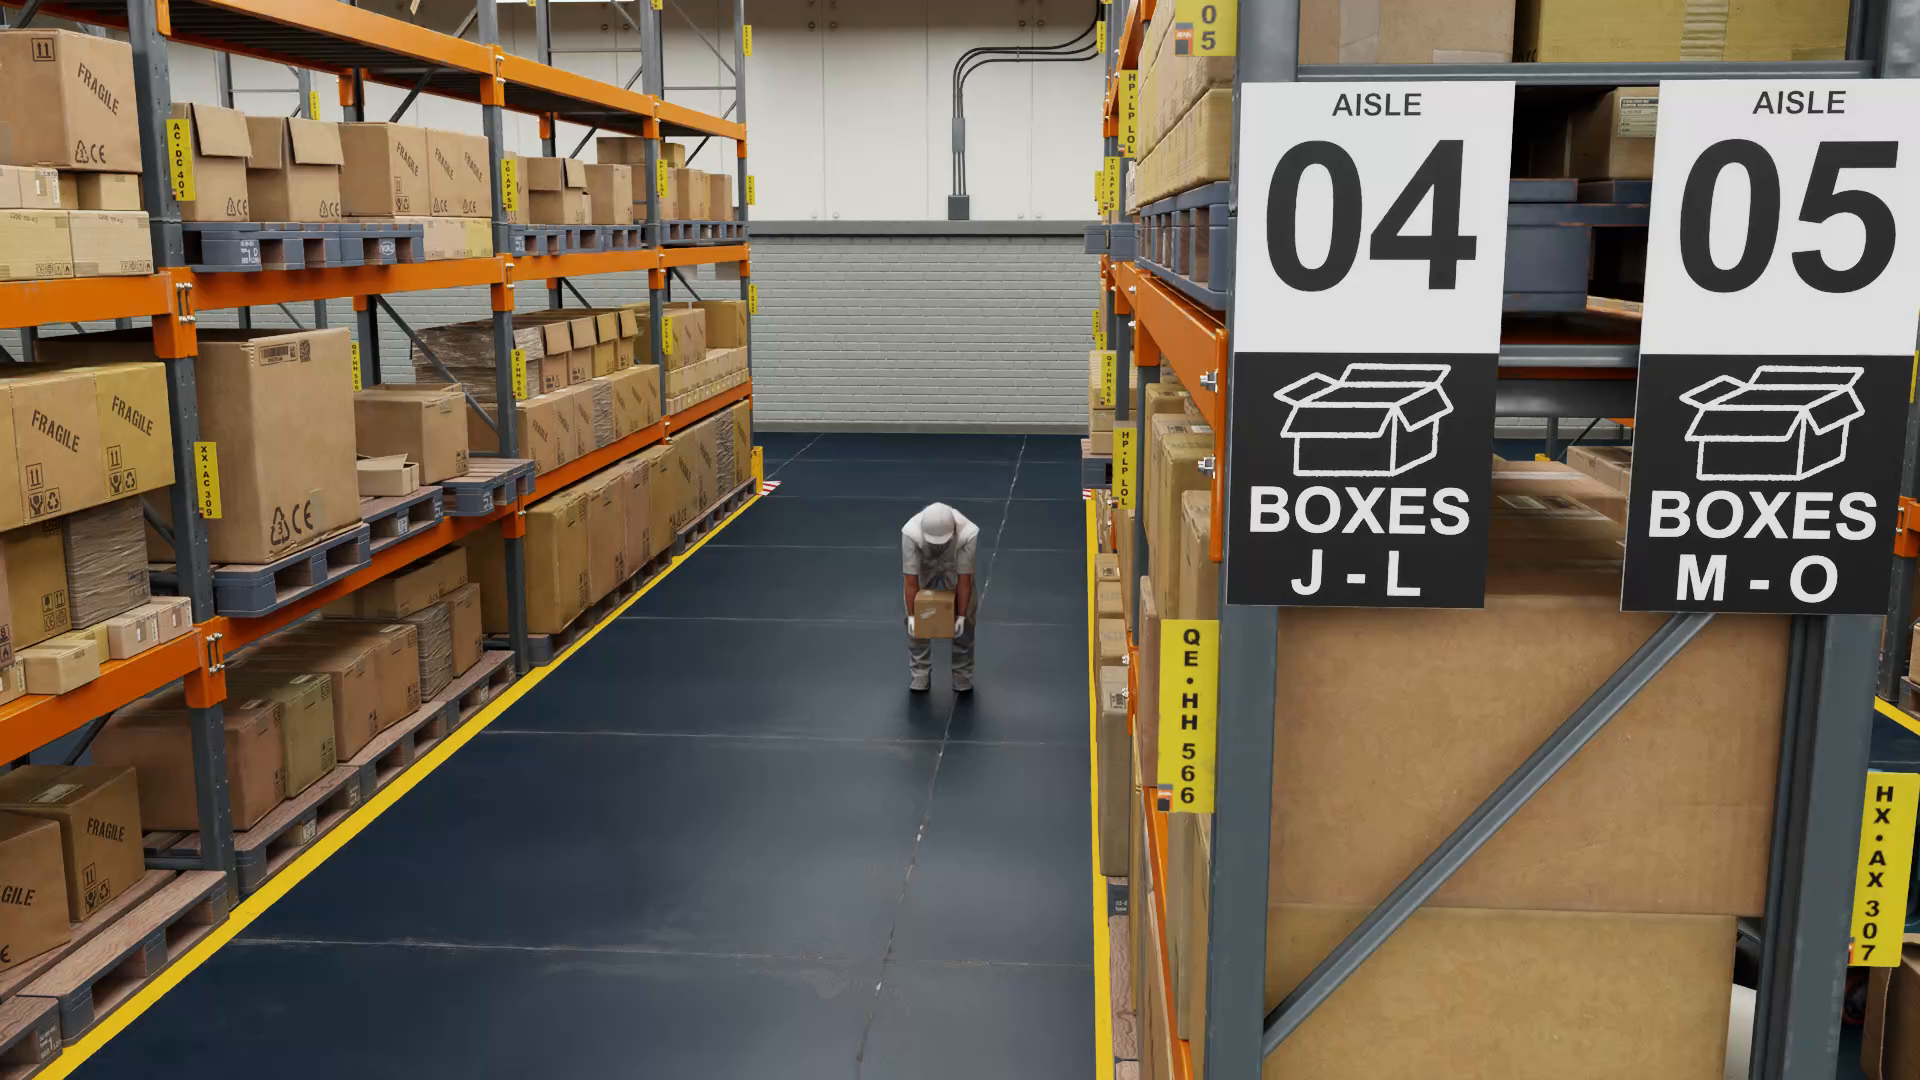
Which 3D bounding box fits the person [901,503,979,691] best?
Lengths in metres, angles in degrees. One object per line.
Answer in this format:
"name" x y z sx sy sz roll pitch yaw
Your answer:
"person" -0.127 0.358 10.694 0.503 1.325 0.927 0 11 2
